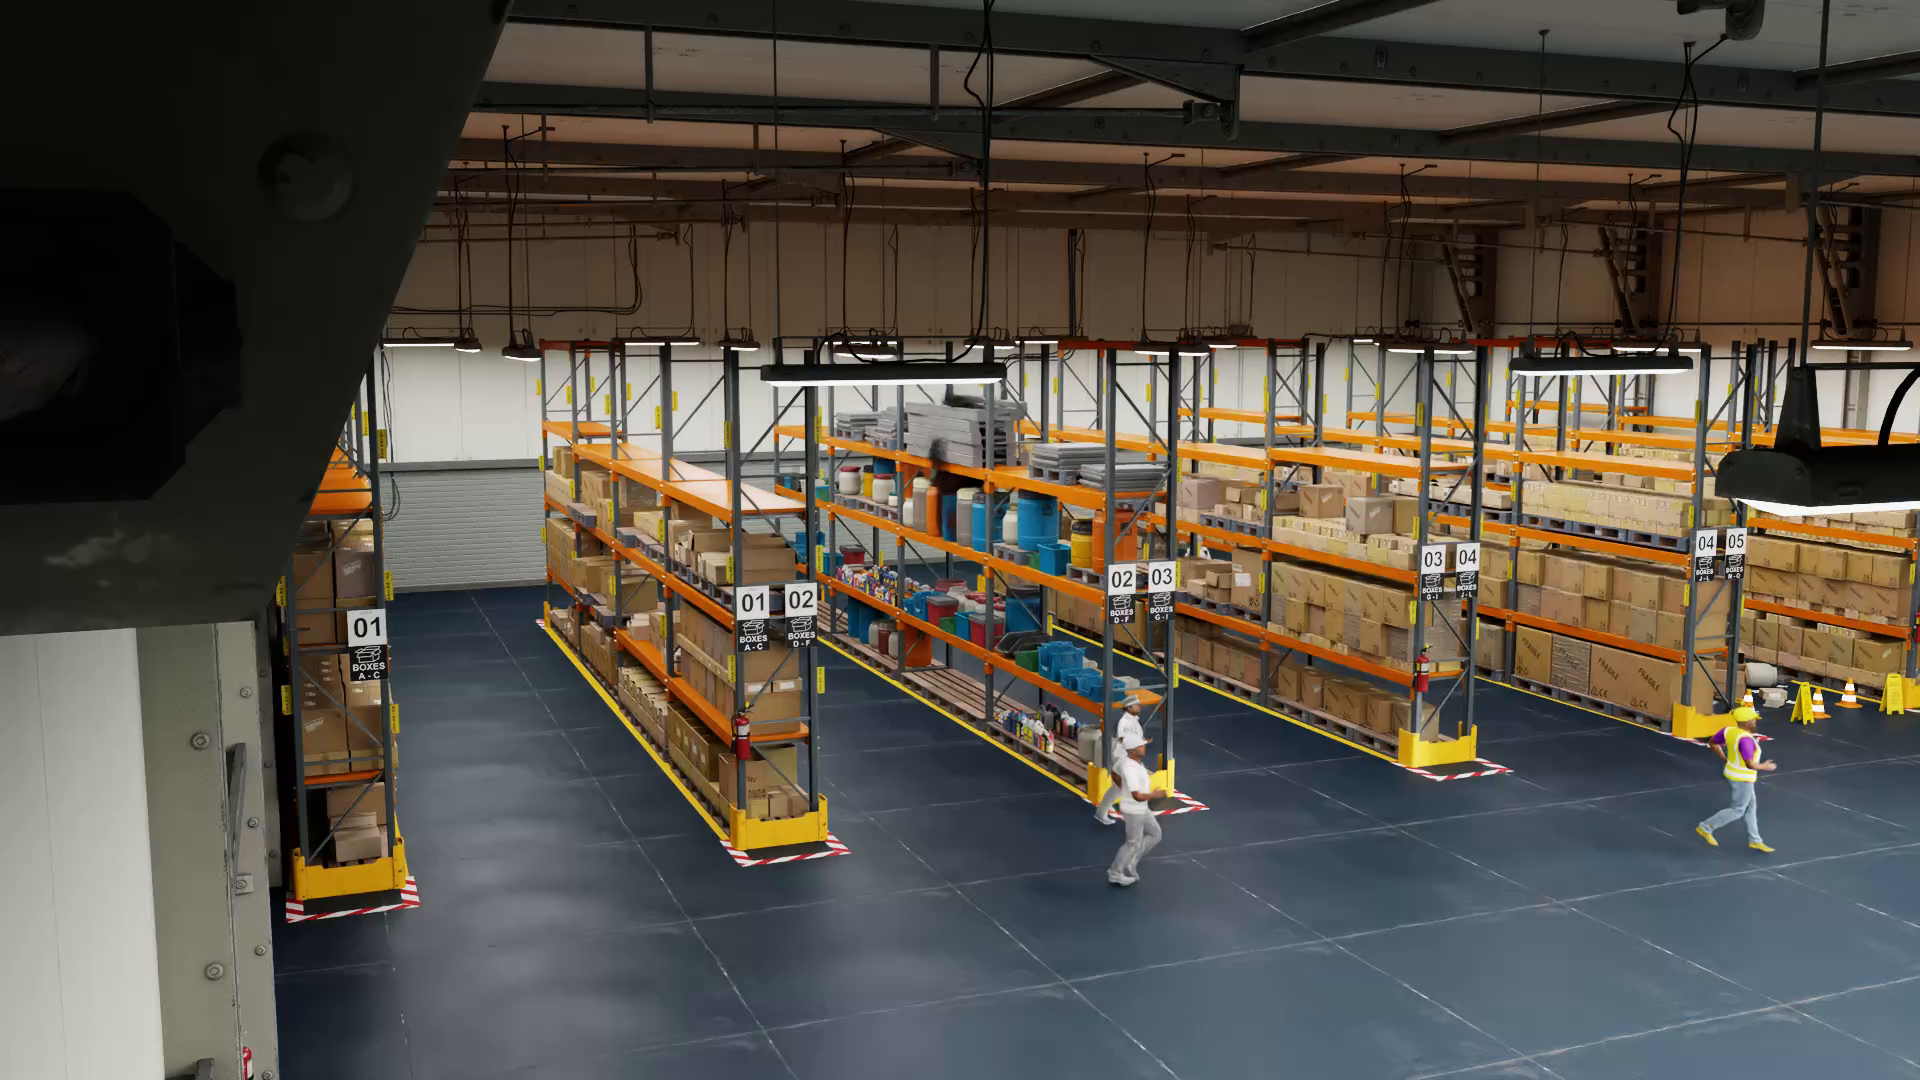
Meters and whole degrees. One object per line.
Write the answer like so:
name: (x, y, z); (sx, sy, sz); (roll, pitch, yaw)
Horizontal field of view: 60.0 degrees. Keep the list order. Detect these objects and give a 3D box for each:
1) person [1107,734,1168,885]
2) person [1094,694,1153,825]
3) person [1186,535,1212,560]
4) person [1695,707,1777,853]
person: (2.003, 3.030, 18.728); (0.666, 1.742, 0.677); (1, 7, 8)
person: (2.099, 2.794, 20.952); (0.728, 1.754, 0.579); (4, 8, 25)
person: (5.293, 0.719, 36.824); (0.608, 1.704, 0.797); (-2, 8, -14)
person: (9.314, 2.873, 19.895); (0.952, 1.784, 0.715); (1, 7, 6)
